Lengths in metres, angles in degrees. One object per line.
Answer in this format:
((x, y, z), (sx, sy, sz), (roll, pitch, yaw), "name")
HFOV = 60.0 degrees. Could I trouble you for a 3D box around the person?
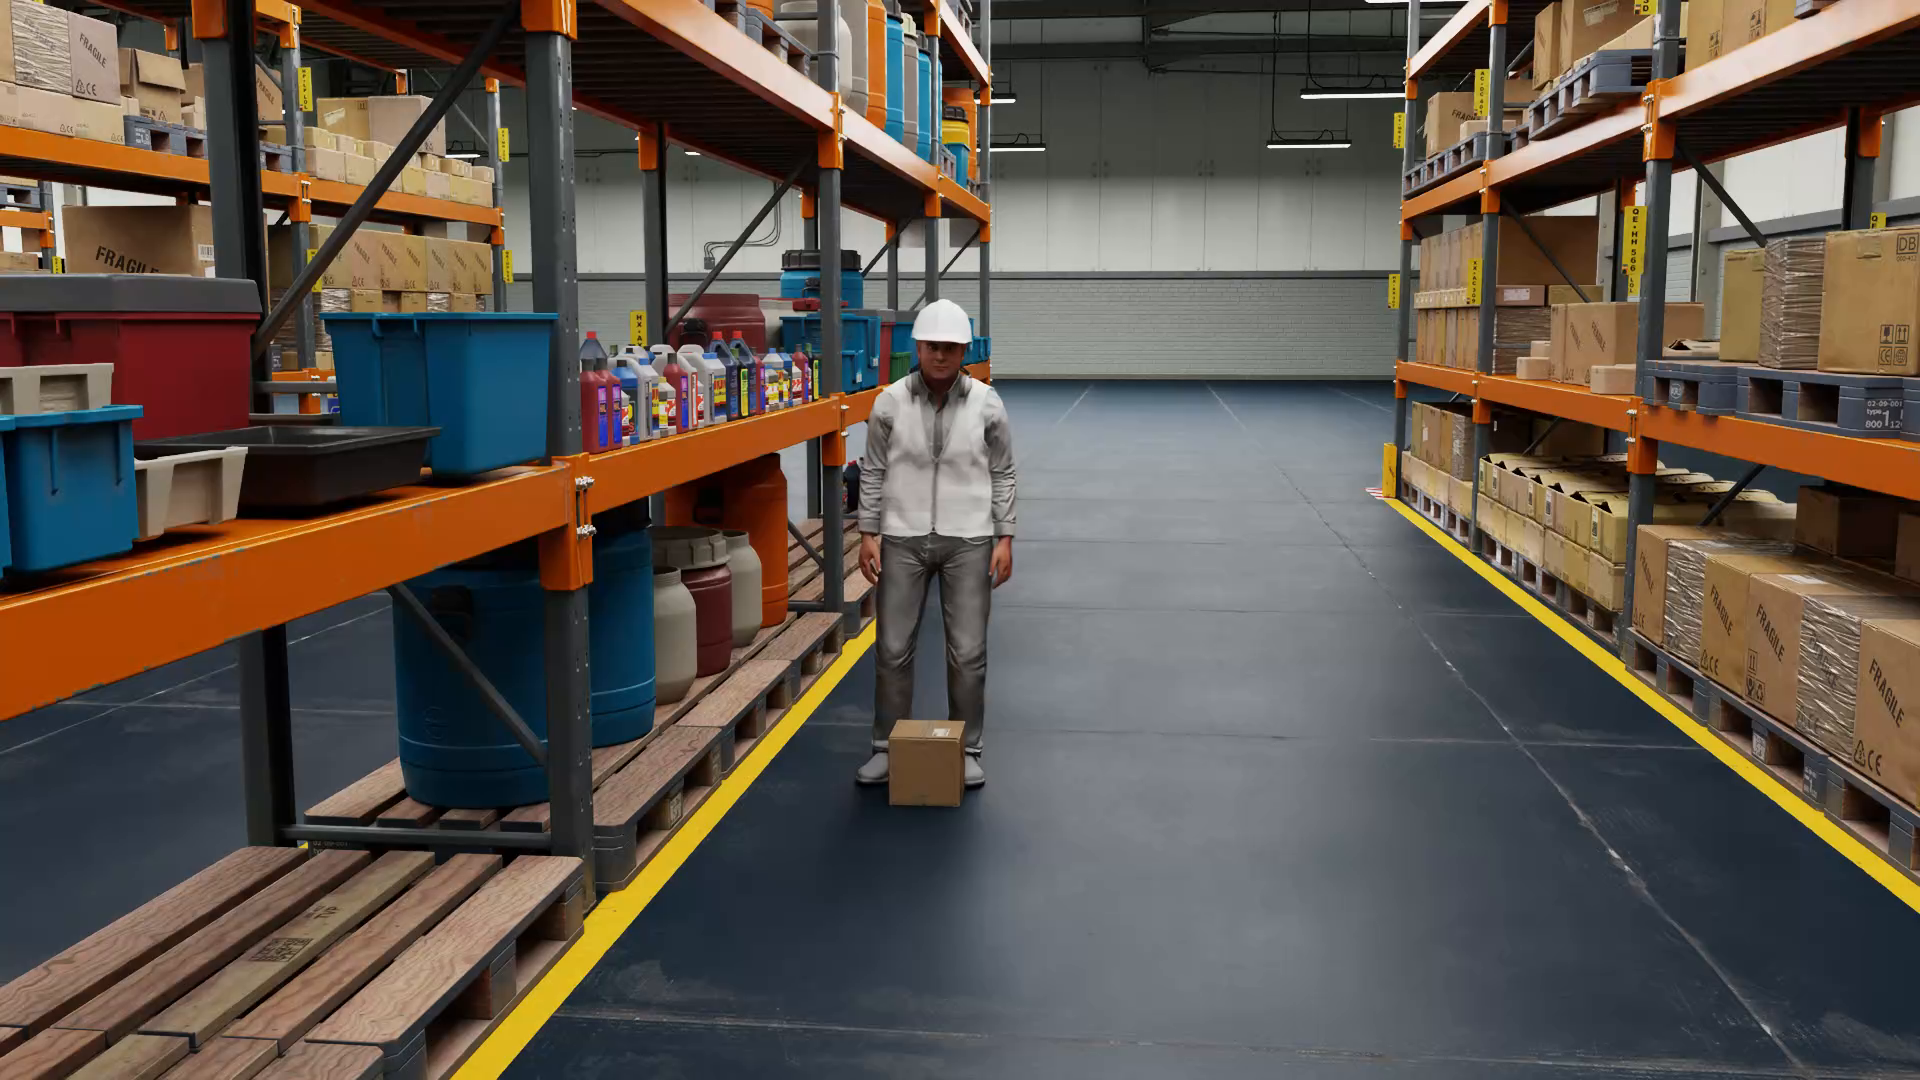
((-0.088, 0.010, 6.117), (0.590, 1.770, 0.465), (0, 8, 3), "person")
